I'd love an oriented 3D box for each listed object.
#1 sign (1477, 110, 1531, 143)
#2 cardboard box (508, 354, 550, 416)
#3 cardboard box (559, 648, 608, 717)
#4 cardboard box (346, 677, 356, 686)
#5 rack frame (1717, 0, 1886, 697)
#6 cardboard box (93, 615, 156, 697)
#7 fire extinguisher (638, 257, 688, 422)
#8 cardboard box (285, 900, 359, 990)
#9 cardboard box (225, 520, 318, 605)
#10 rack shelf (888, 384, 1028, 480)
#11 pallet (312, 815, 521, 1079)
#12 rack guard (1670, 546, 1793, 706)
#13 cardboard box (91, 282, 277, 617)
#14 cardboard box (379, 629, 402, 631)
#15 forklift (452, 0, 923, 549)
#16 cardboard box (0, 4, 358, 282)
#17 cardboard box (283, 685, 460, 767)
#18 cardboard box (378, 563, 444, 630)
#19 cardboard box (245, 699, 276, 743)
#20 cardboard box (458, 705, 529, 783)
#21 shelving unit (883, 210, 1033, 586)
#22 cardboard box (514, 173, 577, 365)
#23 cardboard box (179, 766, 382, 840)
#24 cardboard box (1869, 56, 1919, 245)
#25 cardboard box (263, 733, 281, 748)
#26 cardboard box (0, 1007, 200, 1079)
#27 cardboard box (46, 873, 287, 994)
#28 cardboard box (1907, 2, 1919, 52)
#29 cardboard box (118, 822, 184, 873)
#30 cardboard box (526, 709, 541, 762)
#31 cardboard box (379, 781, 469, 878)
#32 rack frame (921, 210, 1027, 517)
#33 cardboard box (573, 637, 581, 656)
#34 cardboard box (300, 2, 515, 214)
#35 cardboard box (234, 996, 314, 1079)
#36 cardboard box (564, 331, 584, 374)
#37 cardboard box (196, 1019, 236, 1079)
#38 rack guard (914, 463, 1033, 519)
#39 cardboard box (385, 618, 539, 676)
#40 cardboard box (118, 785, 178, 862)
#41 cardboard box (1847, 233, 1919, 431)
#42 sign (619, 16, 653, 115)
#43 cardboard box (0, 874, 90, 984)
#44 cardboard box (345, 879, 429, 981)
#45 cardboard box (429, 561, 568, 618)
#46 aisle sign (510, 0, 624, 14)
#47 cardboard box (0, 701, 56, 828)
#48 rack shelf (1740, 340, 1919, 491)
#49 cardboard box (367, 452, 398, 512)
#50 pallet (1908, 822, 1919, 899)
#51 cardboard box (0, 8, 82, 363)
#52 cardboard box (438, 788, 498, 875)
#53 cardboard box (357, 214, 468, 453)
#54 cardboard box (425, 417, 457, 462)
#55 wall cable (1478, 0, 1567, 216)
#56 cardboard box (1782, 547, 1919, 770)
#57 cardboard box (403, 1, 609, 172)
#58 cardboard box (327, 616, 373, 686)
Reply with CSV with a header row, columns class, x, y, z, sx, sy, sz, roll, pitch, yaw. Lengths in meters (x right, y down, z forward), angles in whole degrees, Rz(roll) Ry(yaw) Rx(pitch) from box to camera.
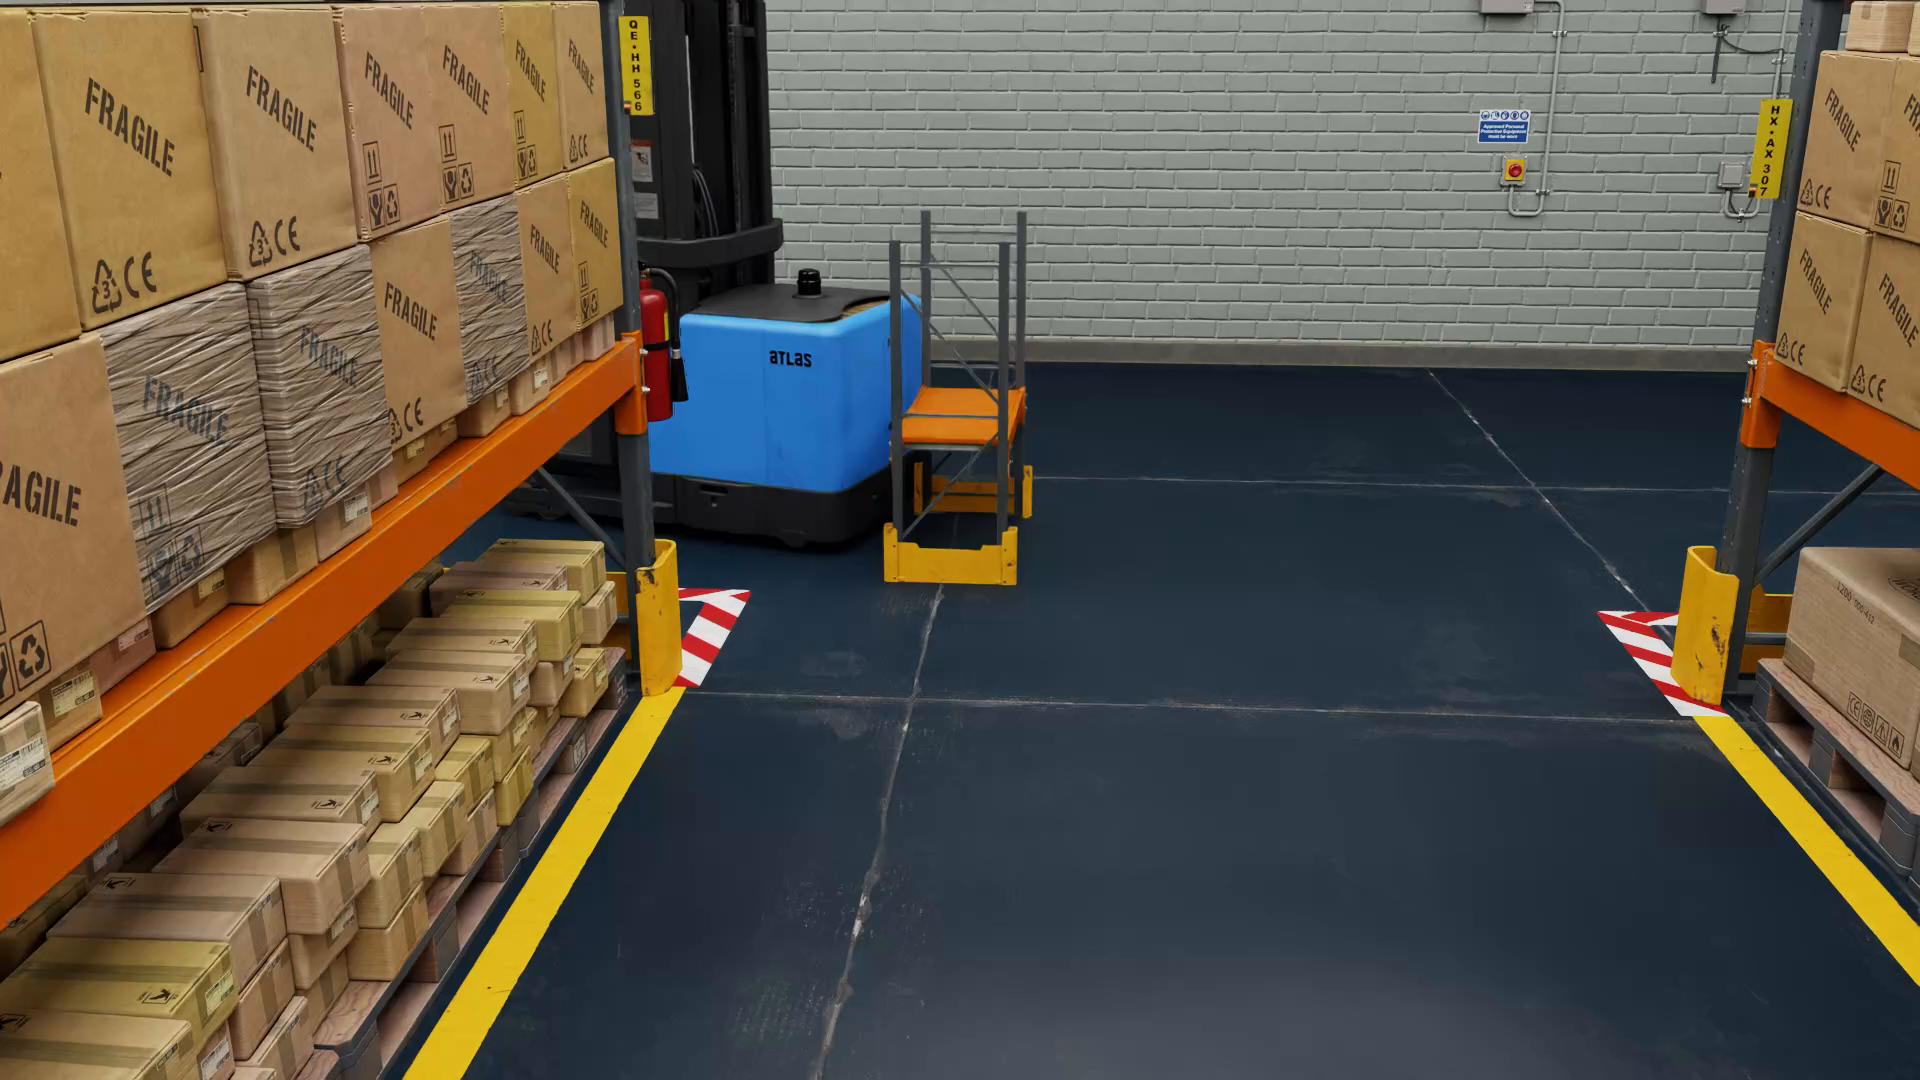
class,x,y,z,sx,sy,sz,roll,pitch,yaw
sign,3.625,-2.756,11.083,0.327,0.218,0.001,1,18,4
cardboard box,-1.451,-0.474,4.954,0.380,0.149,0.250,2,18,5
cardboard box,-1.404,0.471,5.574,0.380,0.149,0.250,2,18,6
cardboard box,-2.082,0.475,5.082,0.380,0.149,0.250,2,18,6
rack frame,3.288,-0.856,5.717,1.000,3.000,0.127,1,18,4
cardboard box,-1.686,0.180,2.959,0.380,0.149,0.250,0,18,1
fire extinguisher,-1.178,-0.789,6.236,0.296,0.674,0.183,1,18,4
cardboard box,-1.623,0.890,3.816,0.380,0.149,0.250,2,18,6
cardboard box,-1.577,0.019,3.451,0.380,0.149,0.250,2,18,5
rack shelf,0.010,-0.511,7.653,0.538,0.185,1.000,2,18,6
pallet,-1.846,1.043,4.400,1.003,0.211,1.213,1,18,4
rack guard,3.290,0.325,6.129,1.175,0.500,0.348,1,18,4
cardboard box,-1.628,-0.183,3.027,0.500,0.500,0.500,1,18,4
cardboard box,-2.026,0.320,5.556,0.380,0.149,0.250,1,18,4
forklift,-1.742,-1.633,8.200,3.031,2.935,1.130,7,20,22
cardboard box,-1.579,-0.808,3.329,0.500,0.500,0.500,2,18,5
cardboard box,-1.584,0.511,4.496,0.380,0.149,0.250,1,18,2
cardboard box,-1.933,0.181,5.502,0.380,0.149,0.250,2,18,5
cardboard box,-2.108,0.502,4.522,0.380,0.149,0.250,2,18,5
cardboard box,-1.470,0.572,4.787,0.380,0.149,0.250,2,18,5
shelving unit,0.011,-0.685,7.605,0.587,1.500,1.083,2,18,6
cardboard box,-1.474,-0.819,4.966,0.500,0.500,0.500,1,18,3
cardboard box,-1.631,0.668,4.014,0.380,0.149,0.250,1,18,2
cardboard box,2.939,-1.075,4.620,0.500,0.500,0.500,1,18,2
cardboard box,-1.985,0.645,4.565,0.380,0.149,0.250,2,18,7
cardboard box,-1.633,0.993,3.023,0.380,0.149,0.250,2,18,7
cardboard box,-1.668,0.832,3.515,0.380,0.149,0.250,1,18,2
cardboard box,3.038,-1.500,4.874,0.380,0.149,0.250,2,18,5
cardboard box,-2.075,0.810,4.059,0.380,0.149,0.250,0,18,1
cardboard box,-1.513,0.628,5.094,0.380,0.149,0.250,1,18,4
cardboard box,-1.499,0.737,4.282,0.380,0.149,0.250,1,18,4
rack frame,0.065,-0.840,8.077,0.500,1.500,0.032,2,18,6
cardboard box,-1.482,0.329,5.527,0.380,0.149,0.250,1,18,3
cardboard box,-1.506,-1.132,4.317,0.500,0.500,0.500,2,18,7
cardboard box,-1.643,1.116,3.605,0.380,0.149,0.250,1,18,3
cardboard box,-1.453,-0.632,5.437,0.380,0.149,0.250,1,18,4
cardboard box,-1.688,1.059,3.301,0.380,0.149,0.250,1,18,4
rack guard,0.064,-0.245,8.271,0.587,0.250,0.087,2,18,6
cardboard box,-1.491,0.347,4.996,0.380,0.149,0.250,1,18,2
cardboard box,-2.157,0.657,4.050,0.380,0.149,0.250,1,18,2
cardboard box,2.959,-0.603,4.785,0.500,0.500,0.500,1,18,3
sign,-1.105,-1.617,5.673,0.100,0.325,0.005,1,18,4
cardboard box,-2.092,0.827,3.530,0.380,0.149,0.250,2,18,6
cardboard box,-1.544,0.953,4.102,0.380,0.149,0.250,1,18,2
cardboard box,-1.517,0.184,5.491,0.380,0.149,0.250,2,18,5
aisle sign,-1.352,-2.186,5.603,0.394,0.787,0.004,1,18,4
cardboard box,-1.597,0.346,2.453,0.380,0.149,0.250,2,18,6
rack shelf,3.144,0.107,3.934,1.077,0.370,4.000,1,18,4
cardboard box,-1.578,-0.148,3.962,0.380,0.149,0.250,2,18,6
pallet,3.218,1.097,4.235,1.003,0.211,1.213,1,18,4
cardboard box,-1.668,-0.491,2.361,0.500,0.500,0.500,2,18,5
cardboard box,-1.509,0.793,4.590,0.380,0.149,0.250,2,18,5
cardboard box,-1.547,-0.506,4.013,0.500,0.500,0.500,2,18,7
cardboard box,-1.578,-0.310,4.455,0.380,0.149,0.250,1,18,2
wall cable,3.669,-3.105,10.901,0.585,1.953,0.123,1,18,4
cardboard box,3.340,0.369,5.419,0.875,0.438,0.875,1,18,2
cardboard box,-1.441,-1.451,5.291,0.500,0.500,0.500,1,18,3
cardboard box,-2.014,0.335,5.031,0.380,0.149,0.250,0,18,1
